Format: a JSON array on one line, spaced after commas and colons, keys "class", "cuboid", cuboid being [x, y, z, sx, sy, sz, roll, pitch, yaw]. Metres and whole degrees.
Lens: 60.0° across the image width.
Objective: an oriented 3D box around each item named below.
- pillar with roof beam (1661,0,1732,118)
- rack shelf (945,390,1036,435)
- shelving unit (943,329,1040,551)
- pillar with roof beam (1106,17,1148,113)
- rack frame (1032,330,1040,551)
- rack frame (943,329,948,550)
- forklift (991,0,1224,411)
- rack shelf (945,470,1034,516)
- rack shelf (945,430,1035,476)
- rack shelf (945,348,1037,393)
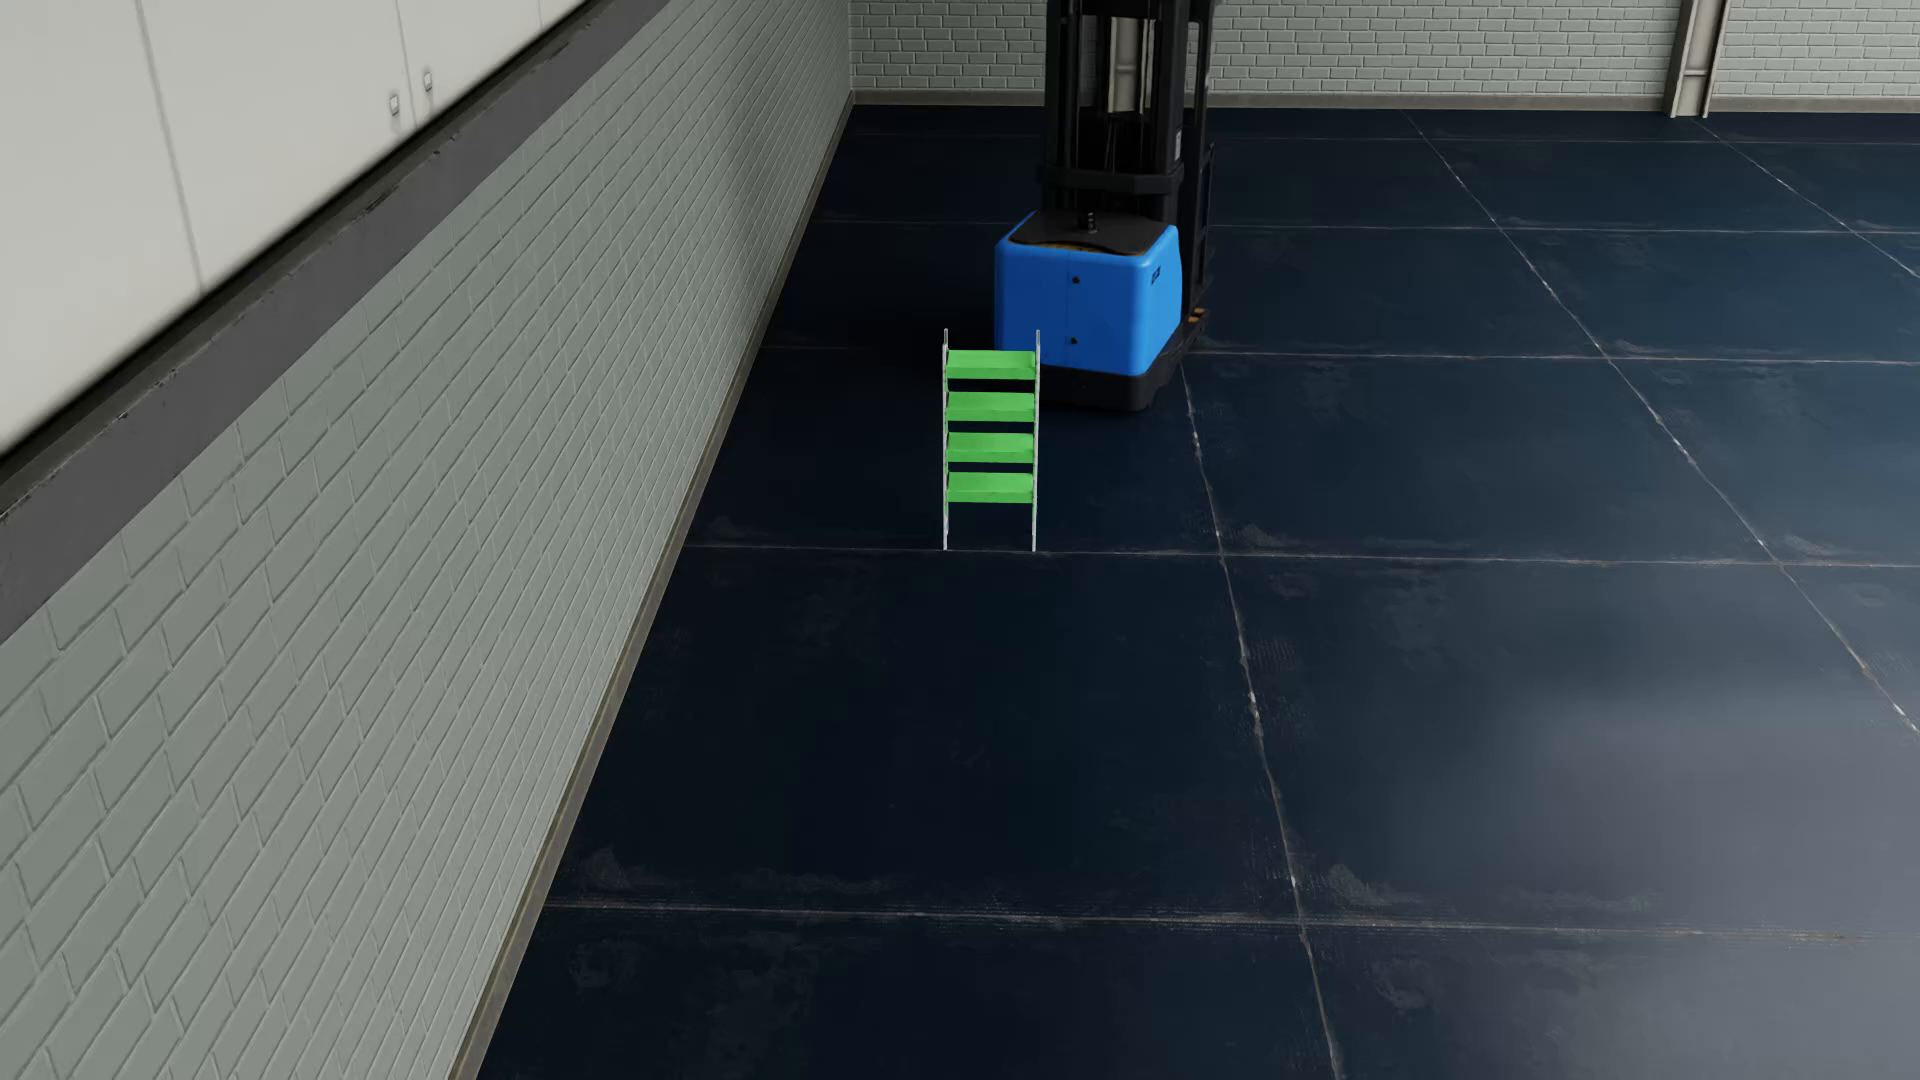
[{"class": "pillar with roof beam", "cuboid": [7.640, -6.547, 11.992, 0.400, 9.000, 9.100, 1, 28, 2]}, {"class": "rack shelf", "cuboid": [0.165, -0.683, 8.881, 0.480, 0.148, 0.258, 1, 28, 2]}, {"class": "shelving unit", "cuboid": [0.165, -0.527, 8.964, 0.503, 1.200, 0.258, 1, 28, 2]}, {"class": "pillar with roof beam", "cuboid": [1.643, -6.646, 12.180, 0.400, 9.000, 9.100, 1, 28, 2]}, {"class": "rack frame", "cuboid": [0.409, -0.523, 8.956, 0.015, 1.200, 0.240, 1, 28, 2]}, {"class": "rack frame", "cuboid": [-0.078, -0.531, 8.971, 0.015, 1.200, 0.240, 1, 28, 2]}, {"class": "forklift", "cuboid": [1.181, -2.791, 11.386, 1.130, 2.935, 3.031, 10, 29, 17]}, {"class": "rack shelf", "cuboid": [0.165, -0.259, 9.106, 0.480, 0.148, 0.258, 1, 28, 2]}, {"class": "rack shelf", "cuboid": [0.165, -0.471, 8.994, 0.480, 0.148, 0.258, 1, 28, 2]}, {"class": "rack shelf", "cuboid": [0.165, -0.895, 8.769, 0.480, 0.148, 0.258, 1, 28, 2]}]
